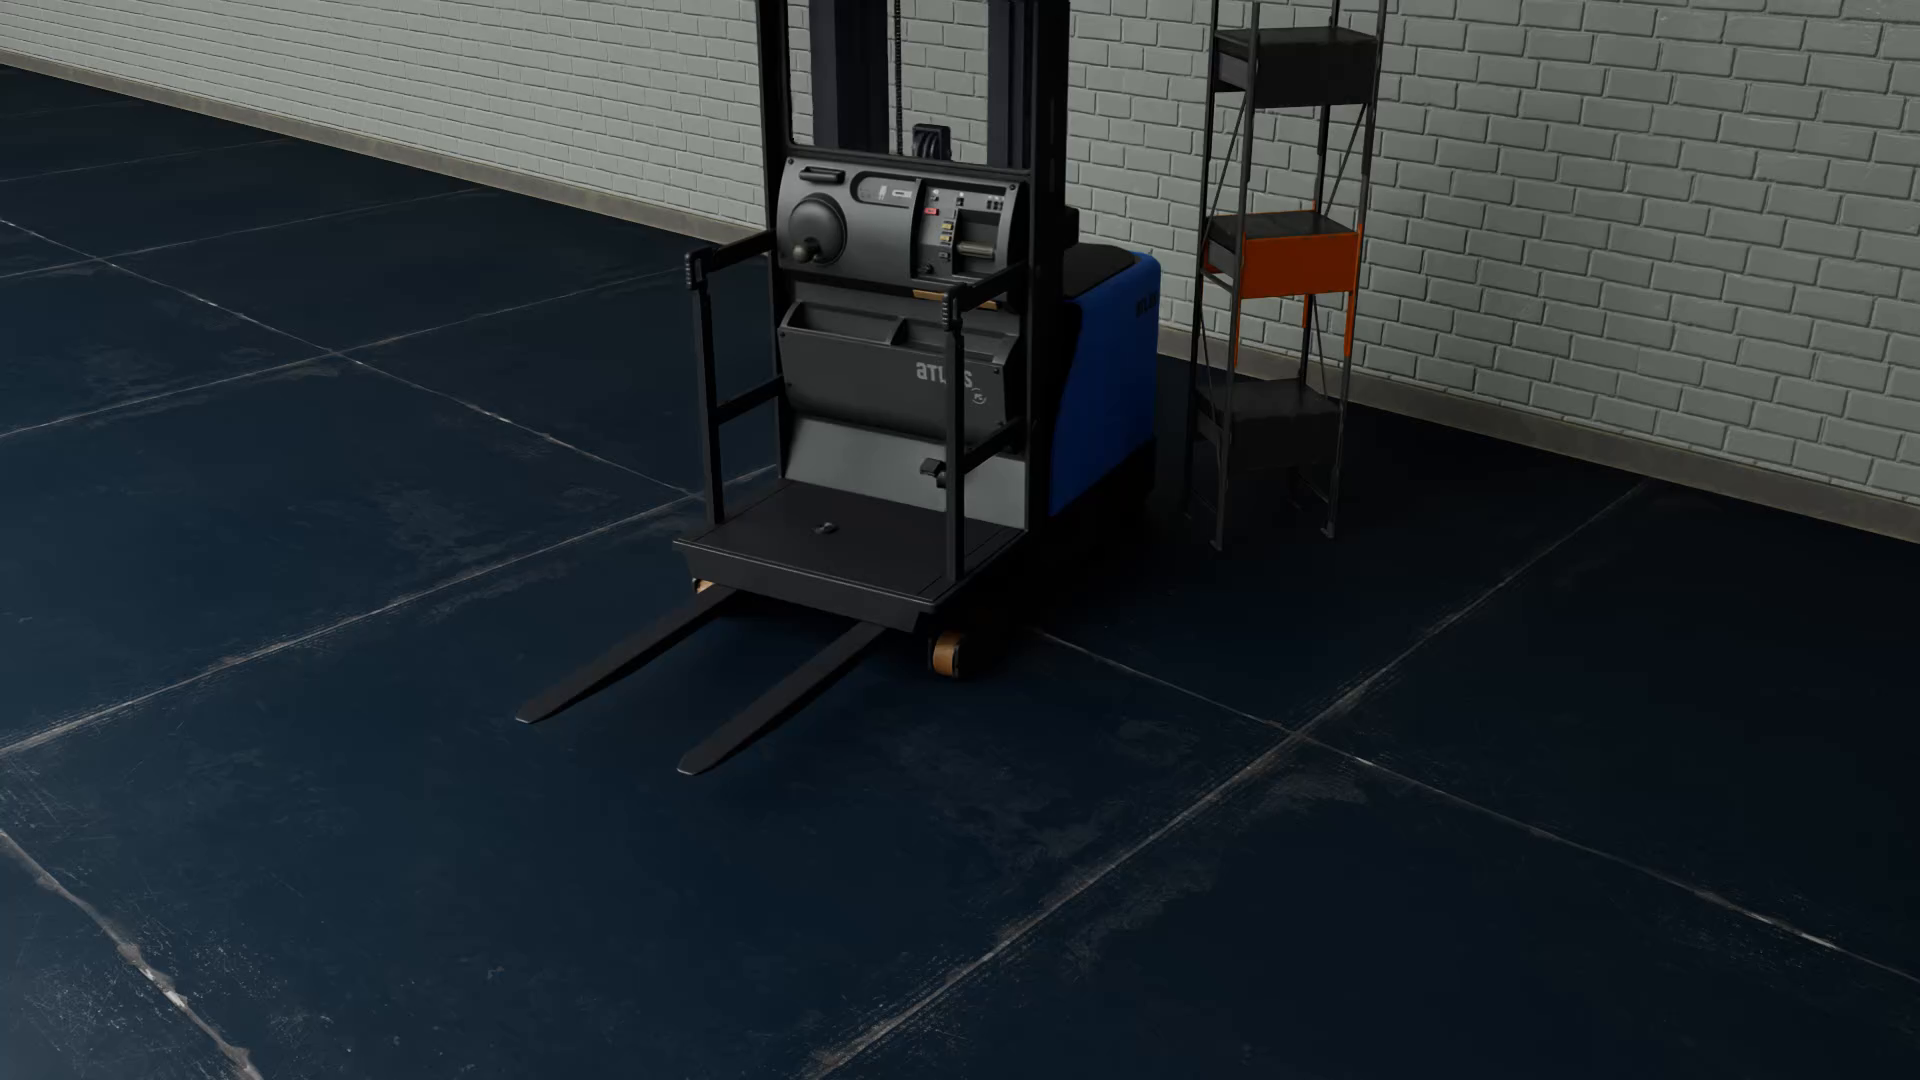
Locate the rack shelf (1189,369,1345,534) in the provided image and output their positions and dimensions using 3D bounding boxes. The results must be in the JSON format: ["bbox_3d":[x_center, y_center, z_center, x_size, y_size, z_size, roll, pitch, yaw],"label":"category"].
[{"bbox_3d":[1.225,-0.365,6.741,0.480,0.518,0.431,-6,25,-13],"label":"rack shelf"}]

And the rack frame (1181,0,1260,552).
[{"bbox_3d":[0.989,-0.991,6.393,0.015,2.100,0.400,-6,25,-13],"label":"rack frame"}]

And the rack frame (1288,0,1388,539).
[{"bbox_3d":[1.461,-1.041,6.505,0.015,2.100,0.400,-6,25,-13],"label":"rack frame"}]

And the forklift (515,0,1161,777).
[{"bbox_3d":[-0.324,-1.075,5.565,1.130,2.935,3.031,13,27,26],"label":"forklift"}]

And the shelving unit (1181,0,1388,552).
[{"bbox_3d":[1.225,-1.016,6.449,0.503,2.100,0.431,-6,25,-13],"label":"shelving unit"}]

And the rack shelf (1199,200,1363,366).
[{"bbox_3d":[1.225,-1.003,6.455,0.480,0.518,0.431,-6,25,-13],"label":"rack shelf"}]

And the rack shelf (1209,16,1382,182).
[{"bbox_3d":[1.225,-1.642,6.168,0.480,0.518,0.431,-6,25,-13],"label":"rack shelf"}]
